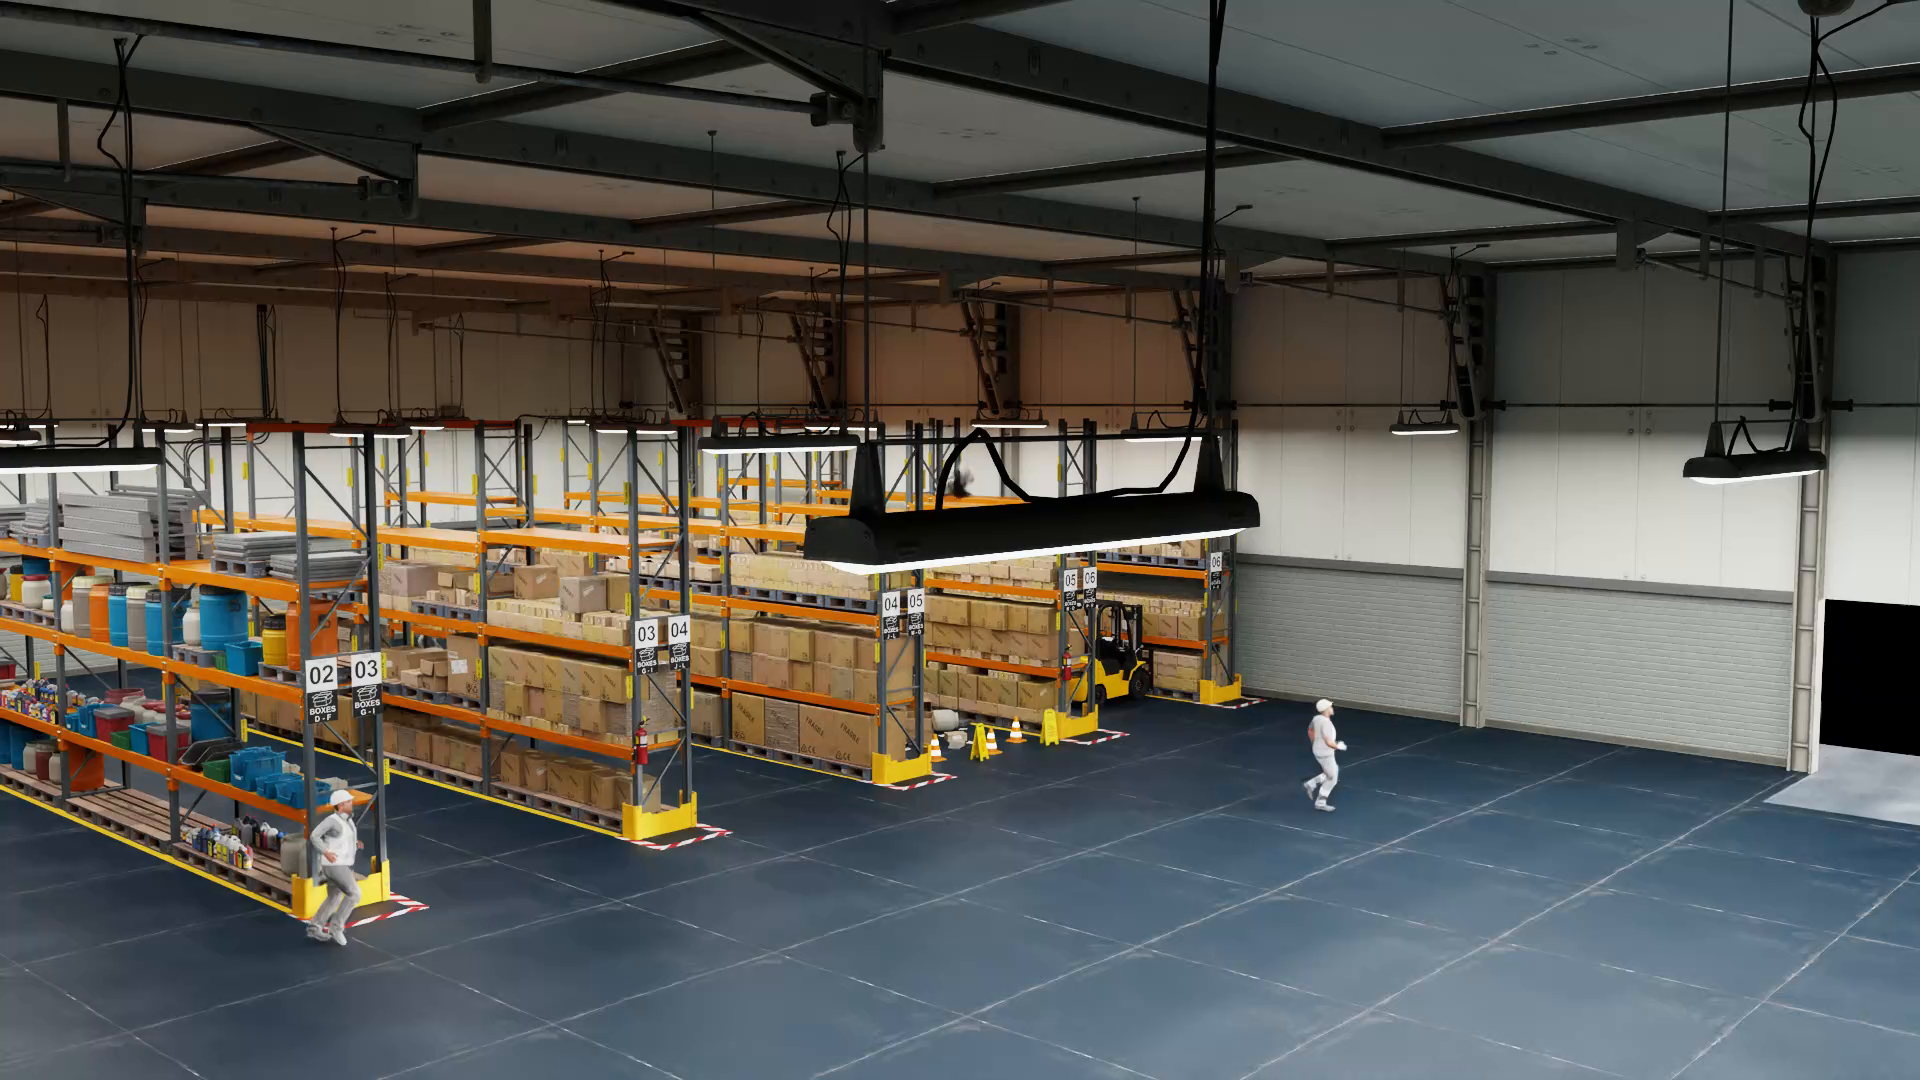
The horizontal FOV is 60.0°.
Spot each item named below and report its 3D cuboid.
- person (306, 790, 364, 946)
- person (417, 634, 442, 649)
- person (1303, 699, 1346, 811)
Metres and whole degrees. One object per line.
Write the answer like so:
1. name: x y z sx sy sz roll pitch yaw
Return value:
1. person: -7.390 3.860 19.692 0.667 1.769 0.685 -1 5 -7
2. person: -12.954 2.179 40.626 0.775 1.754 0.584 -4 6 -44
3. person: 5.687 3.342 25.910 0.609 1.741 0.700 0 5 -3
